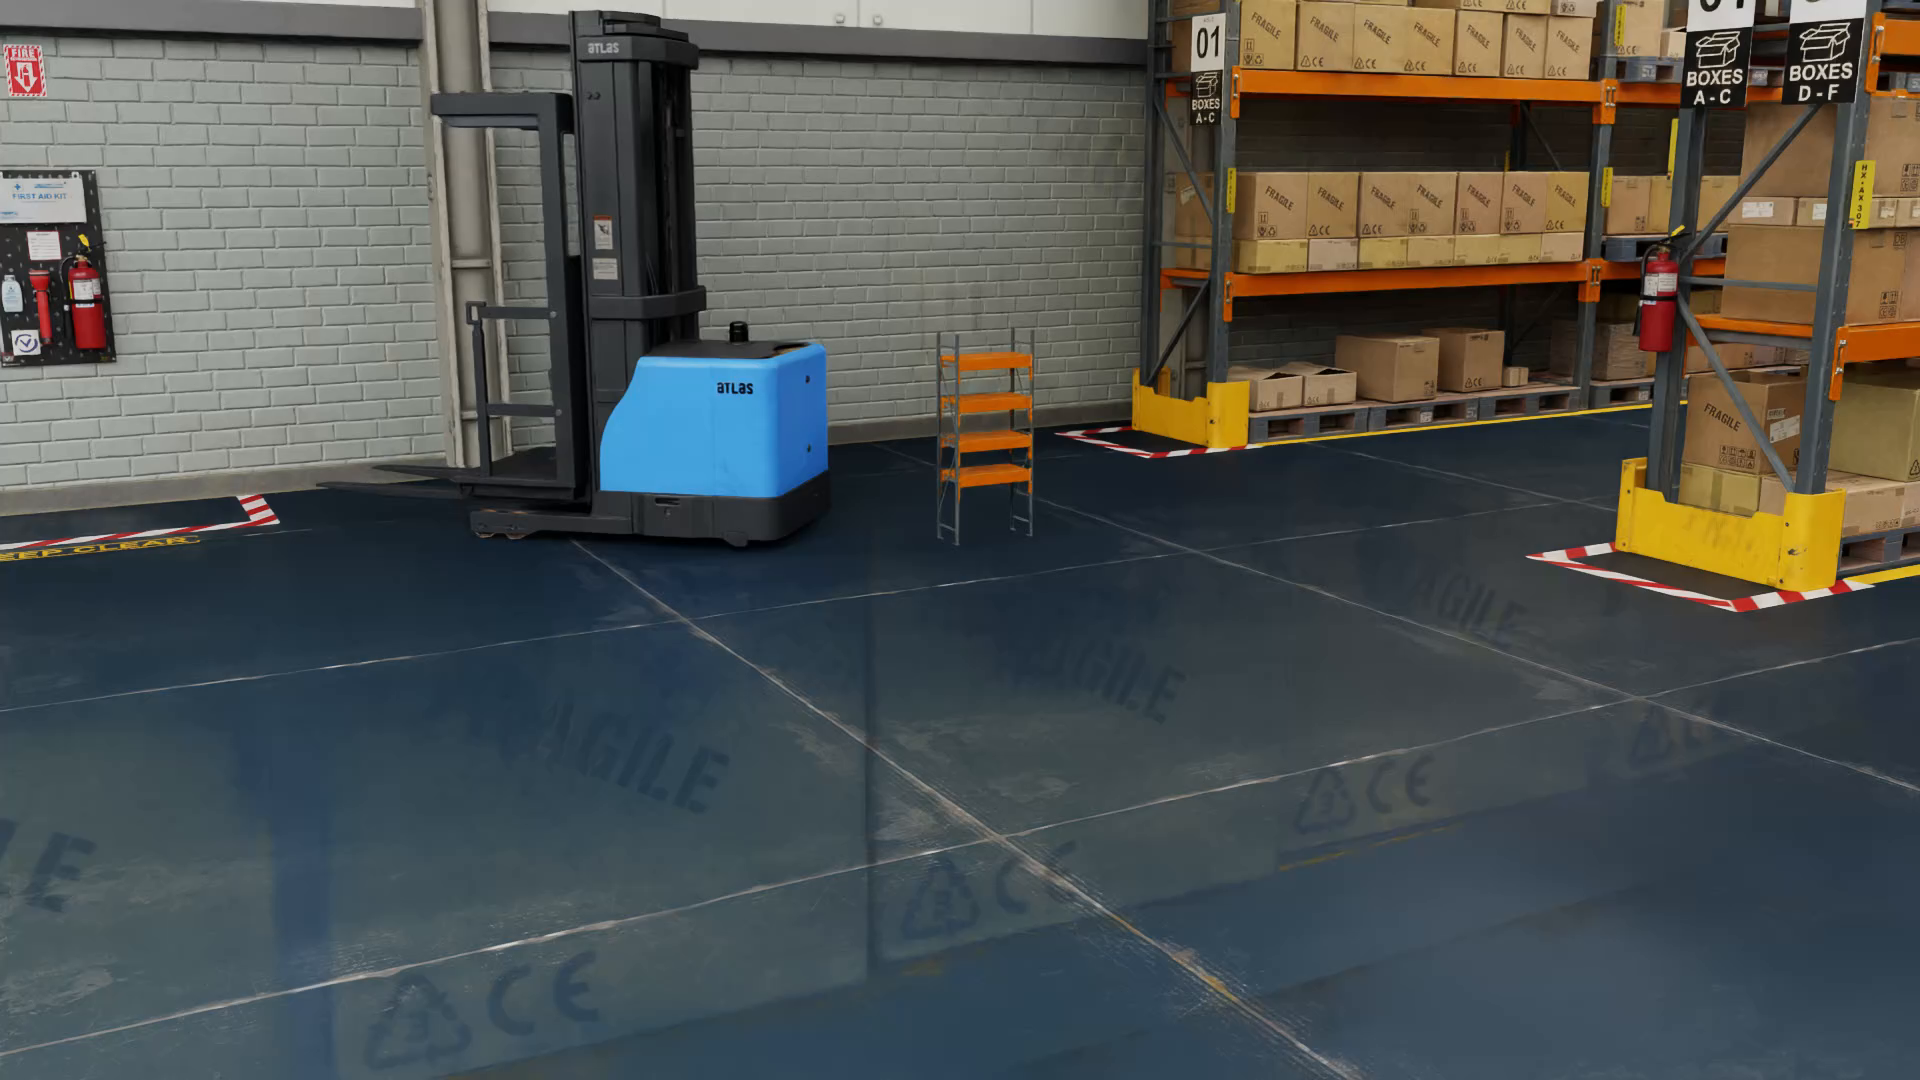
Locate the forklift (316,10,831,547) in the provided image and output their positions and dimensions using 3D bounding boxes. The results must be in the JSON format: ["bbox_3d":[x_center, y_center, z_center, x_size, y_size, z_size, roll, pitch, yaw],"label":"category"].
[{"bbox_3d":[-2.361,-1.541,9.779,3.031,2.935,1.130,3,13,13],"label":"forklift"}]

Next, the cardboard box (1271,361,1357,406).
[{"bbox_3d":[2.904,-1.300,13.675,0.500,0.311,0.500,-6,14,-23],"label":"cardboard box"}]

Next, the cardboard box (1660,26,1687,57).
[{"bbox_3d":[6.323,-4.434,14.894,0.500,0.311,0.500,-6,14,-26],"label":"cardboard box"}]

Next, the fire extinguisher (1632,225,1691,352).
[{"bbox_3d":[3.803,-1.367,9.026,0.183,0.674,0.296,-7,14,-28],"label":"fire extinguisher"}]

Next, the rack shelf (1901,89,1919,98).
[{"bbox_3d":[10.530,-4.446,17.339,4.000,0.370,1.077,-7,14,-28],"label":"rack shelf"}]

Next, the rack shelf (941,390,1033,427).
[{"bbox_3d":[0.145,-0.755,9.520,0.480,0.148,0.258,-7,14,-28],"label":"rack shelf"}]

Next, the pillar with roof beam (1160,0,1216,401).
[{"bbox_3d":[4.016,-4.619,9.638,0.400,9.000,9.100,-7,14,-28],"label":"pillar with roof beam"}]

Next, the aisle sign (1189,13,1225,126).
[{"bbox_3d":[1.833,-3.484,12.339,0.004,0.787,0.394,-7,14,-28],"label":"aisle sign"}]

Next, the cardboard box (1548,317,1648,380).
[{"bbox_3d":[5.902,-1.778,15.369,0.500,0.500,0.700,-6,14,-26],"label":"cardboard box"}]

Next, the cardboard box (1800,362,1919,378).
[{"bbox_3d":[5.329,-0.778,9.834,0.500,0.500,0.500,-7,14,-28],"label":"cardboard box"}]

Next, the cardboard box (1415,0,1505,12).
[{"bbox_3d":[4.025,-4.490,13.348,0.500,0.500,0.500,-7,15,-30],"label":"cardboard box"}]

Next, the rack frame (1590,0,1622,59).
[{"bbox_3d":[5.264,-5.629,14.126,0.127,3.000,1.000,-7,14,-28],"label":"rack frame"}]

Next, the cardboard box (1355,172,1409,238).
[{"bbox_3d":[3.211,-2.679,13.271,0.500,0.500,0.500,-7,15,-30],"label":"cardboard box"}]

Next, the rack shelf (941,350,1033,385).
[{"bbox_3d":[0.145,-0.986,9.469,0.480,0.148,0.258,-7,14,-28],"label":"rack shelf"}]

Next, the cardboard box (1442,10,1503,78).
[{"bbox_3d":[4.021,-4.007,13.478,0.500,0.500,0.500,-7,15,-30],"label":"cardboard box"}]

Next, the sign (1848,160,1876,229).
[{"bbox_3d":[4.390,-1.681,8.093,0.005,0.325,0.100,-7,14,-28],"label":"sign"}]

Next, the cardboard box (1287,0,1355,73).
[{"bbox_3d":[2.655,-3.840,12.735,0.500,0.500,0.500,-6,14,-24],"label":"cardboard box"}]

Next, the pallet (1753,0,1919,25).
[{"bbox_3d":[4.763,-2.817,8.663,1.213,0.211,1.003,-7,14,-28],"label":"pallet"}]

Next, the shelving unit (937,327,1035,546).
[{"bbox_3d":[0.145,-0.603,9.555,0.503,1.200,0.258,-7,14,-28],"label":"shelving unit"}]

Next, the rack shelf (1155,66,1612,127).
[{"bbox_3d":[3.508,-3.604,13.600,4.000,0.370,1.077,-7,14,-28],"label":"rack shelf"}]

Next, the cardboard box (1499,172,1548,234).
[{"bbox_3d":[4.562,-2.842,13.993,0.500,0.500,0.500,-7,14,-28],"label":"cardboard box"}]

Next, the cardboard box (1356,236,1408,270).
[{"bbox_3d":[3.232,-2.318,13.373,0.500,0.250,0.500,-7,15,-29],"label":"cardboard box"}]

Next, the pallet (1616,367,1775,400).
[{"bbox_3d":[7.019,-1.553,16.030,1.213,0.211,1.003,-7,14,-28],"label":"pallet"}]

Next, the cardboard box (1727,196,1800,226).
[{"bbox_3d":[4.374,-1.769,8.934,0.250,0.149,0.380,-7,15,-29],"label":"cardboard box"}]

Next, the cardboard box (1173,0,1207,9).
[{"bbox_3d":[2.006,-4.387,12.888,0.500,0.500,0.500,-6,14,-25],"label":"cardboard box"}]

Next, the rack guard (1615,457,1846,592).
[{"bbox_3d":[4.109,-0.105,8.938,0.348,0.500,1.175,-7,14,-28],"label":"rack guard"}]

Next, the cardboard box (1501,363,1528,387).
[{"bbox_3d":[4.809,-1.473,14.772,0.250,0.166,0.380,-9,16,-35],"label":"cardboard box"}]

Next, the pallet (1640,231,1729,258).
[{"bbox_3d":[7.057,-2.813,15.715,1.213,0.211,1.003,-7,14,-28],"label":"pallet"}]

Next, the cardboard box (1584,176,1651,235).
[{"bbox_3d":[5.727,-3.013,14.934,0.500,0.500,0.700,-7,14,-28],"label":"cardboard box"}]

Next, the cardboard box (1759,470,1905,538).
[{"bbox_3d":[4.707,-0.204,8.991,0.500,0.250,0.500,-7,14,-28],"label":"cardboard box"}]

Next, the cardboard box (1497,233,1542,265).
[{"bbox_3d":[4.552,-2.480,14.092,0.500,0.250,0.500,-7,14,-28],"label":"cardboard box"}]

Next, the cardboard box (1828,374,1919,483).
[{"bbox_3d":[5.145,-0.623,9.144,0.500,0.500,0.500,-7,14,-28],"label":"cardboard box"}]

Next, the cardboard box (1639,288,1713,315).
[{"bbox_3d":[6.742,-2.246,15.742,0.500,0.250,0.500,-7,15,-29],"label":"cardboard box"}]

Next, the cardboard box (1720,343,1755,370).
[{"bbox_3d":[7.237,-1.943,16.102,0.500,0.500,0.700,-7,14,-28],"label":"cardboard box"}]

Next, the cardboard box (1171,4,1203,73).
[{"bbox_3d":[1.998,-3.896,12.984,0.500,0.500,0.500,-6,14,-24],"label":"cardboard box"}]

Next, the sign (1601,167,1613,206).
[{"bbox_3d":[5.531,-3.021,14.229,0.005,0.325,0.100,-7,14,-28],"label":"sign"}]

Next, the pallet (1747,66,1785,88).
[{"bbox_3d":[6.766,-4.228,15.161,1.003,0.211,1.213,-7,14,-28],"label":"pallet"}]

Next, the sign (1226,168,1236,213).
[{"bbox_3d":[2.013,-2.599,12.355,0.005,0.325,0.100,-7,14,-28],"label":"sign"}]

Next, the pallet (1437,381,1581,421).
[{"bbox_3d":[4.691,-1.264,14.747,1.213,0.211,1.003,-7,14,-28],"label":"pallet"}]

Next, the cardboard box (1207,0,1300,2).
[{"bbox_3d":[2.207,-4.285,12.435,0.500,0.500,0.500,-8,15,-32],"label":"cardboard box"}]

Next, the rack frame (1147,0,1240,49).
[{"bbox_3d":[1.753,-5.208,12.256,0.127,3.000,1.000,-7,14,-28],"label":"rack frame"}]

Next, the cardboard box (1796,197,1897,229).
[{"bbox_3d":[4.577,-1.692,8.592,0.250,0.149,0.380,-7,14,-28],"label":"cardboard box"}]

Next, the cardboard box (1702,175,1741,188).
[{"bbox_3d":[7.284,-3.200,15.766,0.500,0.500,0.700,-7,14,-28],"label":"cardboard box"}]
